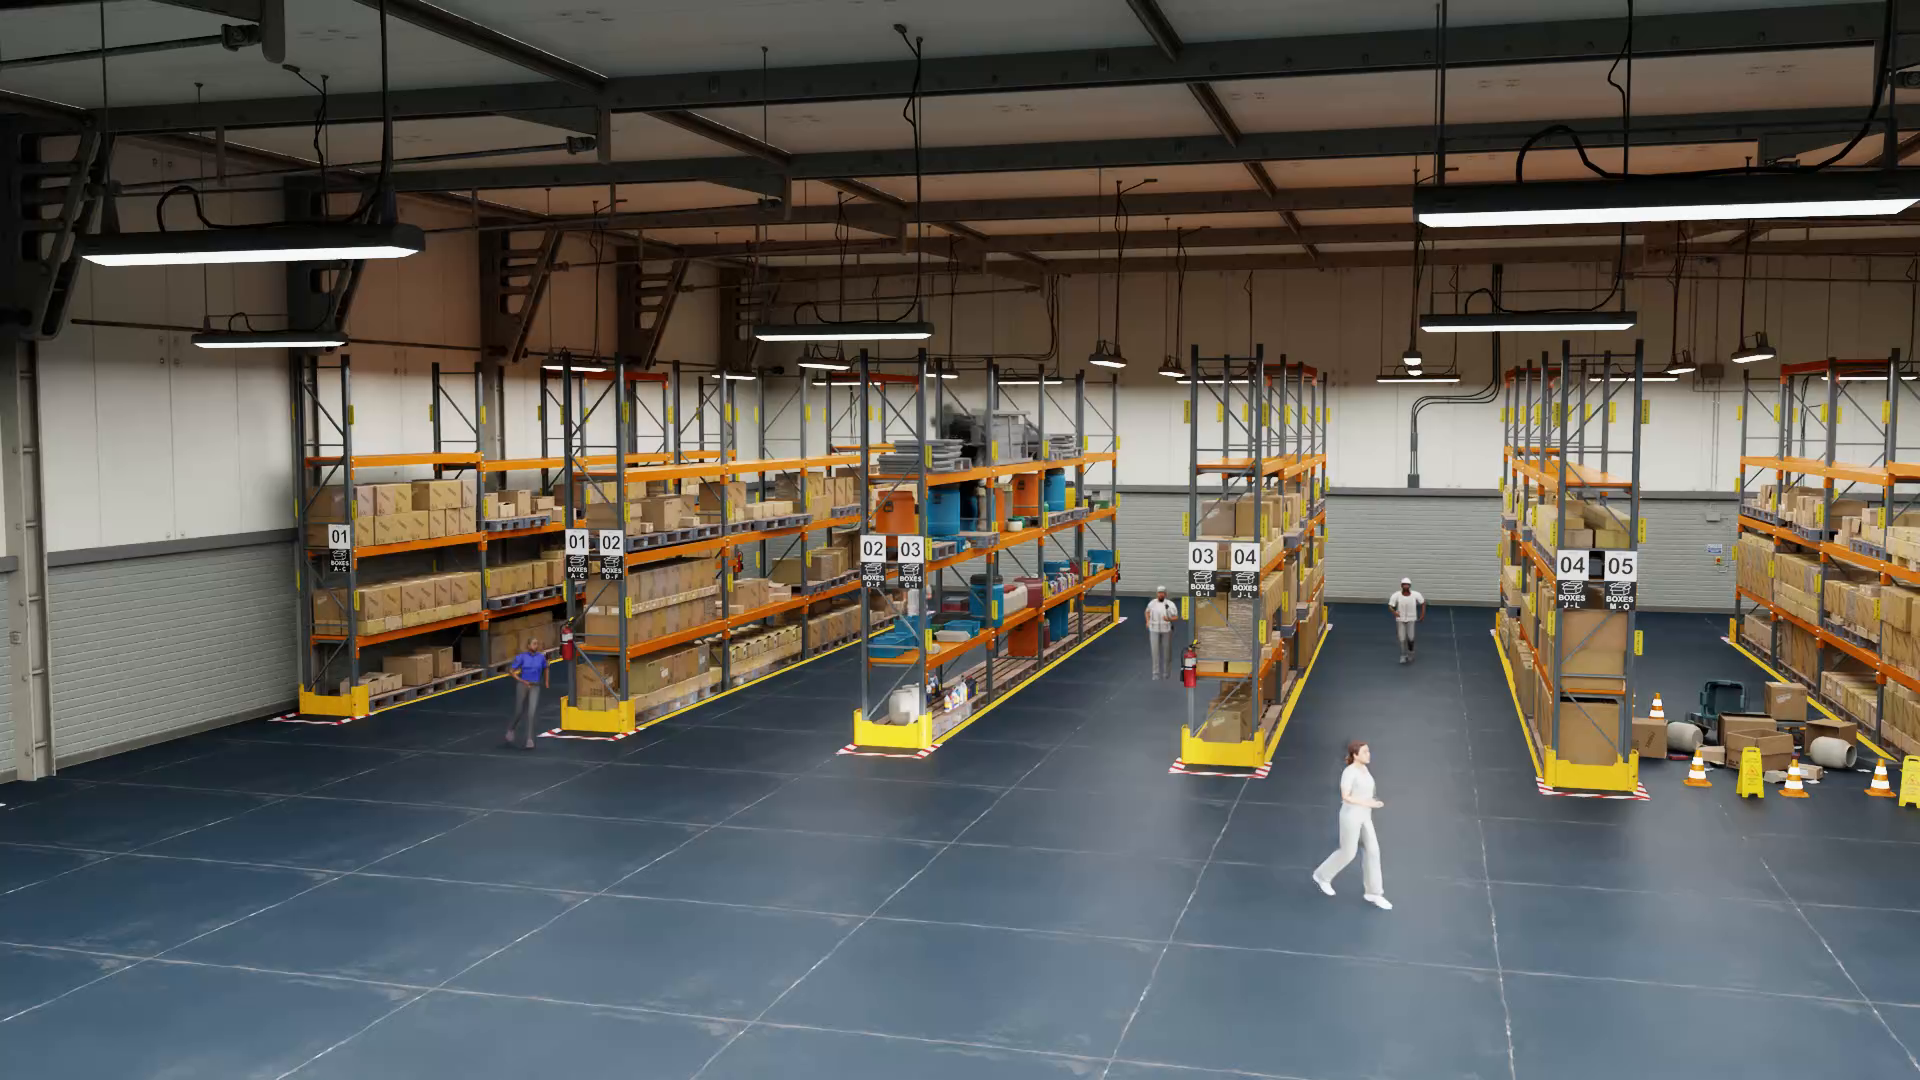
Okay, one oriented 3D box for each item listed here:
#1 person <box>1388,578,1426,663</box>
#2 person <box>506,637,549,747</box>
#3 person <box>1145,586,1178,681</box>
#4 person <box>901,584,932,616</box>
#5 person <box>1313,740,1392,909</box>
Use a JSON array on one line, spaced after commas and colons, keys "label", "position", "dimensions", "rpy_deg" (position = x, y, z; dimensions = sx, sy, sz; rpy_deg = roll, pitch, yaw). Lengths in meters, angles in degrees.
[{"label": "person", "position": [8.995, 1.623, 33.462], "dimensions": [0.731, 1.724, 0.591], "rpy_deg": [1, 4, 13]}, {"label": "person", "position": [-6.512, 2.276, 25.244], "dimensions": [0.644, 1.611, 0.904], "rpy_deg": [-2, 5, -28]}, {"label": "person", "position": [3.587, 1.670, 29.688], "dimensions": [0.615, 1.703, 0.863], "rpy_deg": [1, 4, 12]}, {"label": "person", "position": [-0.906, 1.490, 34.767], "dimensions": [0.652, 1.838, 0.818], "rpy_deg": [0, 4, 4]}, {"label": "person", "position": [4.043, 2.884, 17.069], "dimensions": [0.853, 1.697, 0.582], "rpy_deg": [4, 6, 41]}]
